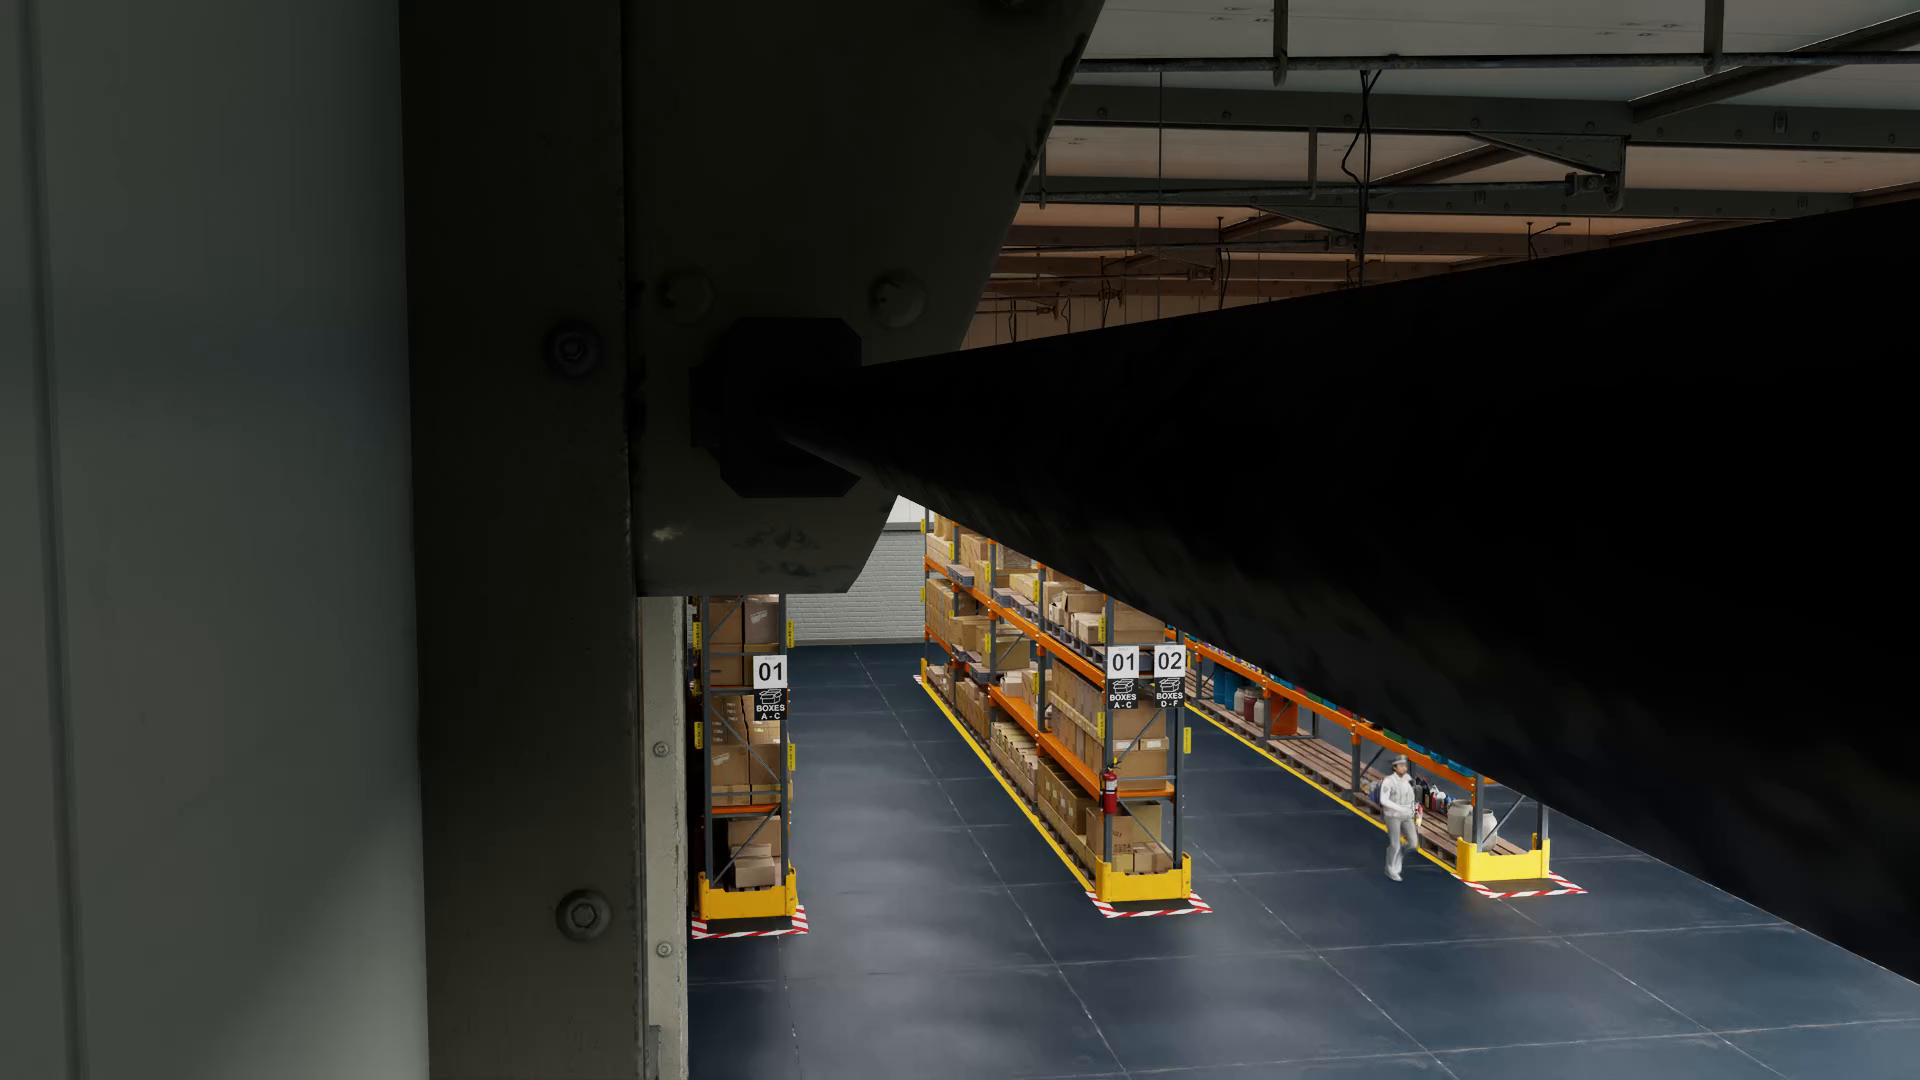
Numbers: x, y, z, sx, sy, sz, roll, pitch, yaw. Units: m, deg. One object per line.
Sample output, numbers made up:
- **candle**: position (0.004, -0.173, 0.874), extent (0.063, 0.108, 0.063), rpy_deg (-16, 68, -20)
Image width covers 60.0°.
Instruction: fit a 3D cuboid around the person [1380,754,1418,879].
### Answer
- **person**: position (5.751, 3.602, 21.617), extent (0.640, 1.666, 0.552), rpy_deg (-2, 5, -24)
